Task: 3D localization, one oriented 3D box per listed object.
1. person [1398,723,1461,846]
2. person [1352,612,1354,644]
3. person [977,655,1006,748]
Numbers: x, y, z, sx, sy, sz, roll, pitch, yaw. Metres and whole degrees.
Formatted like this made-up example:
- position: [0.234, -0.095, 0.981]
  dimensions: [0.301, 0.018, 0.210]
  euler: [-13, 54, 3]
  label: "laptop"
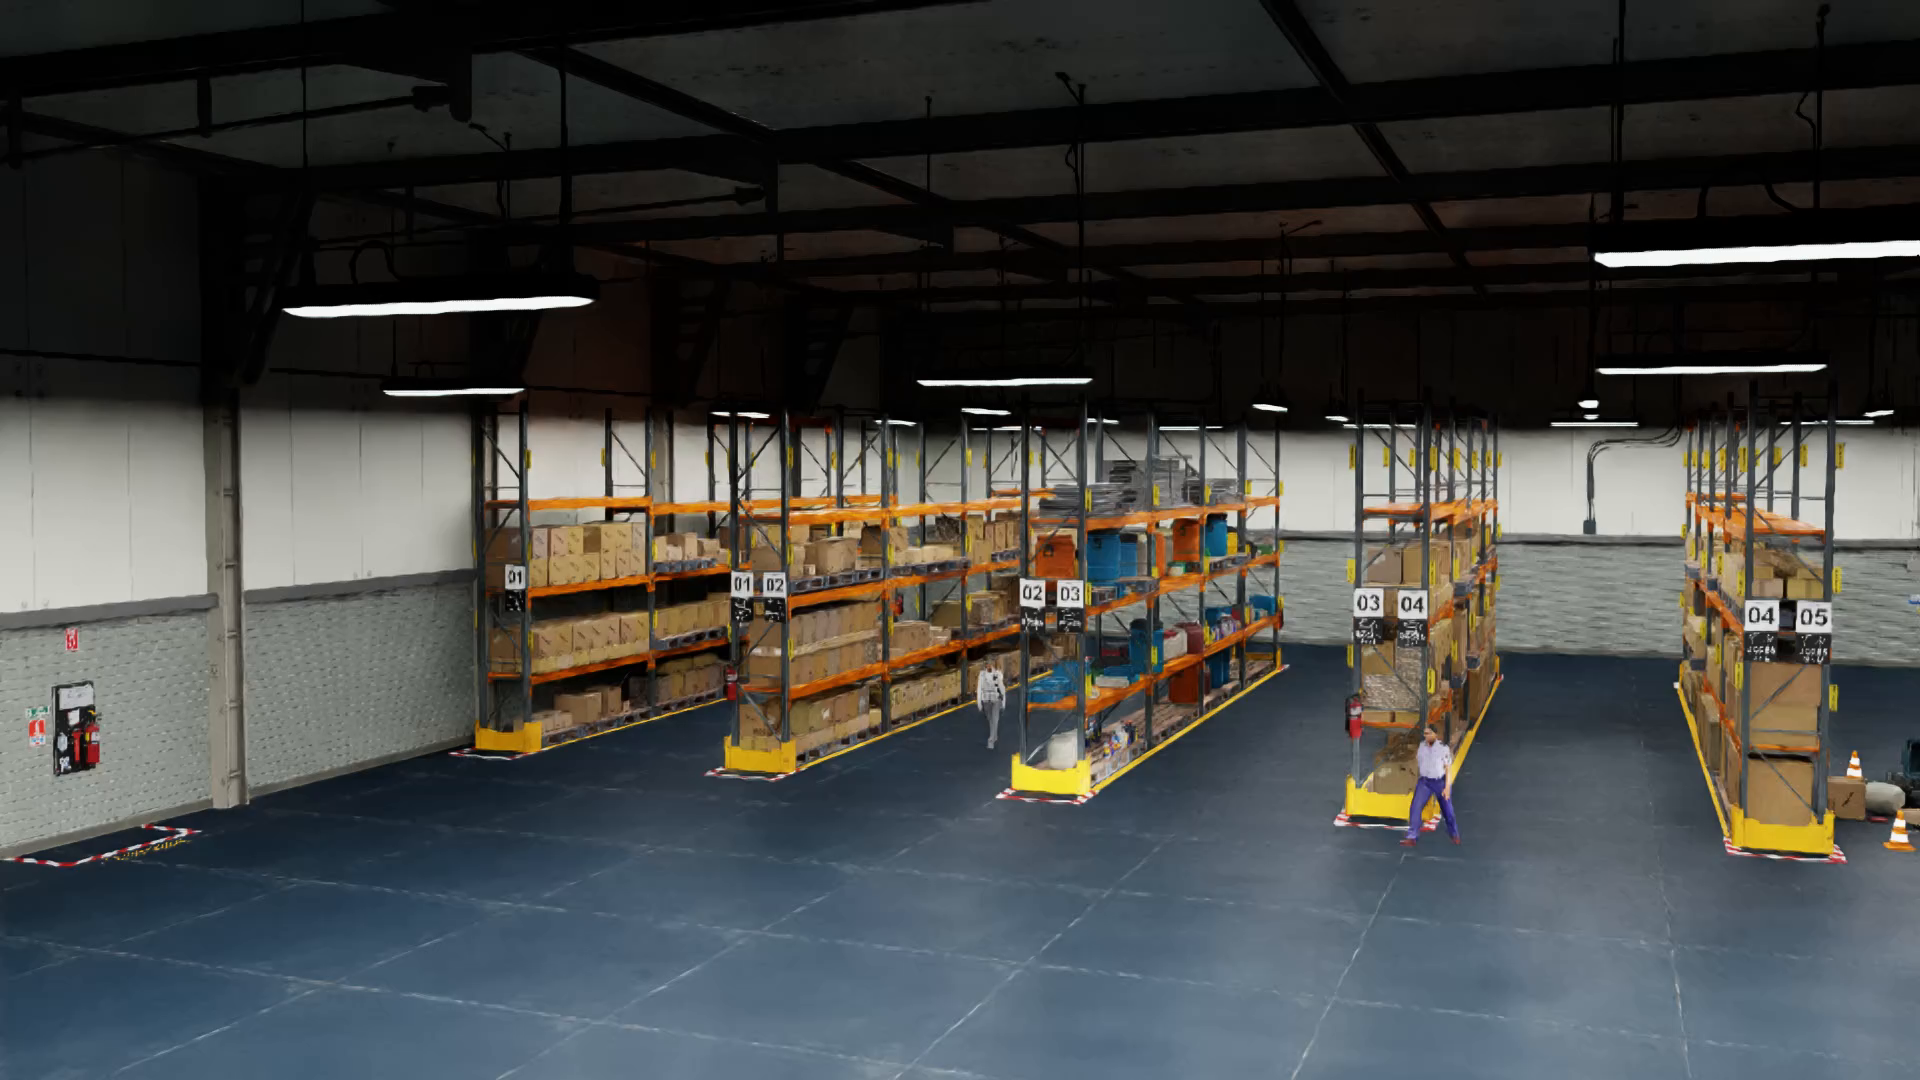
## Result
- position: [6.116, 3.157, 21.496]
  dimensions: [0.517, 1.596, 0.936]
  euler: [3, 4, 45]
  label: "person"
- position: [9.441, 2.238, 38.981]
  dimensions: [0.567, 1.736, 1.044]
  euler: [1, 3, 20]
  label: "person"
- position: [0.522, 2.774, 28.906]
  dimensions: [0.498, 1.585, 1.075]
  euler: [1, 3, 19]
  label: "person"
